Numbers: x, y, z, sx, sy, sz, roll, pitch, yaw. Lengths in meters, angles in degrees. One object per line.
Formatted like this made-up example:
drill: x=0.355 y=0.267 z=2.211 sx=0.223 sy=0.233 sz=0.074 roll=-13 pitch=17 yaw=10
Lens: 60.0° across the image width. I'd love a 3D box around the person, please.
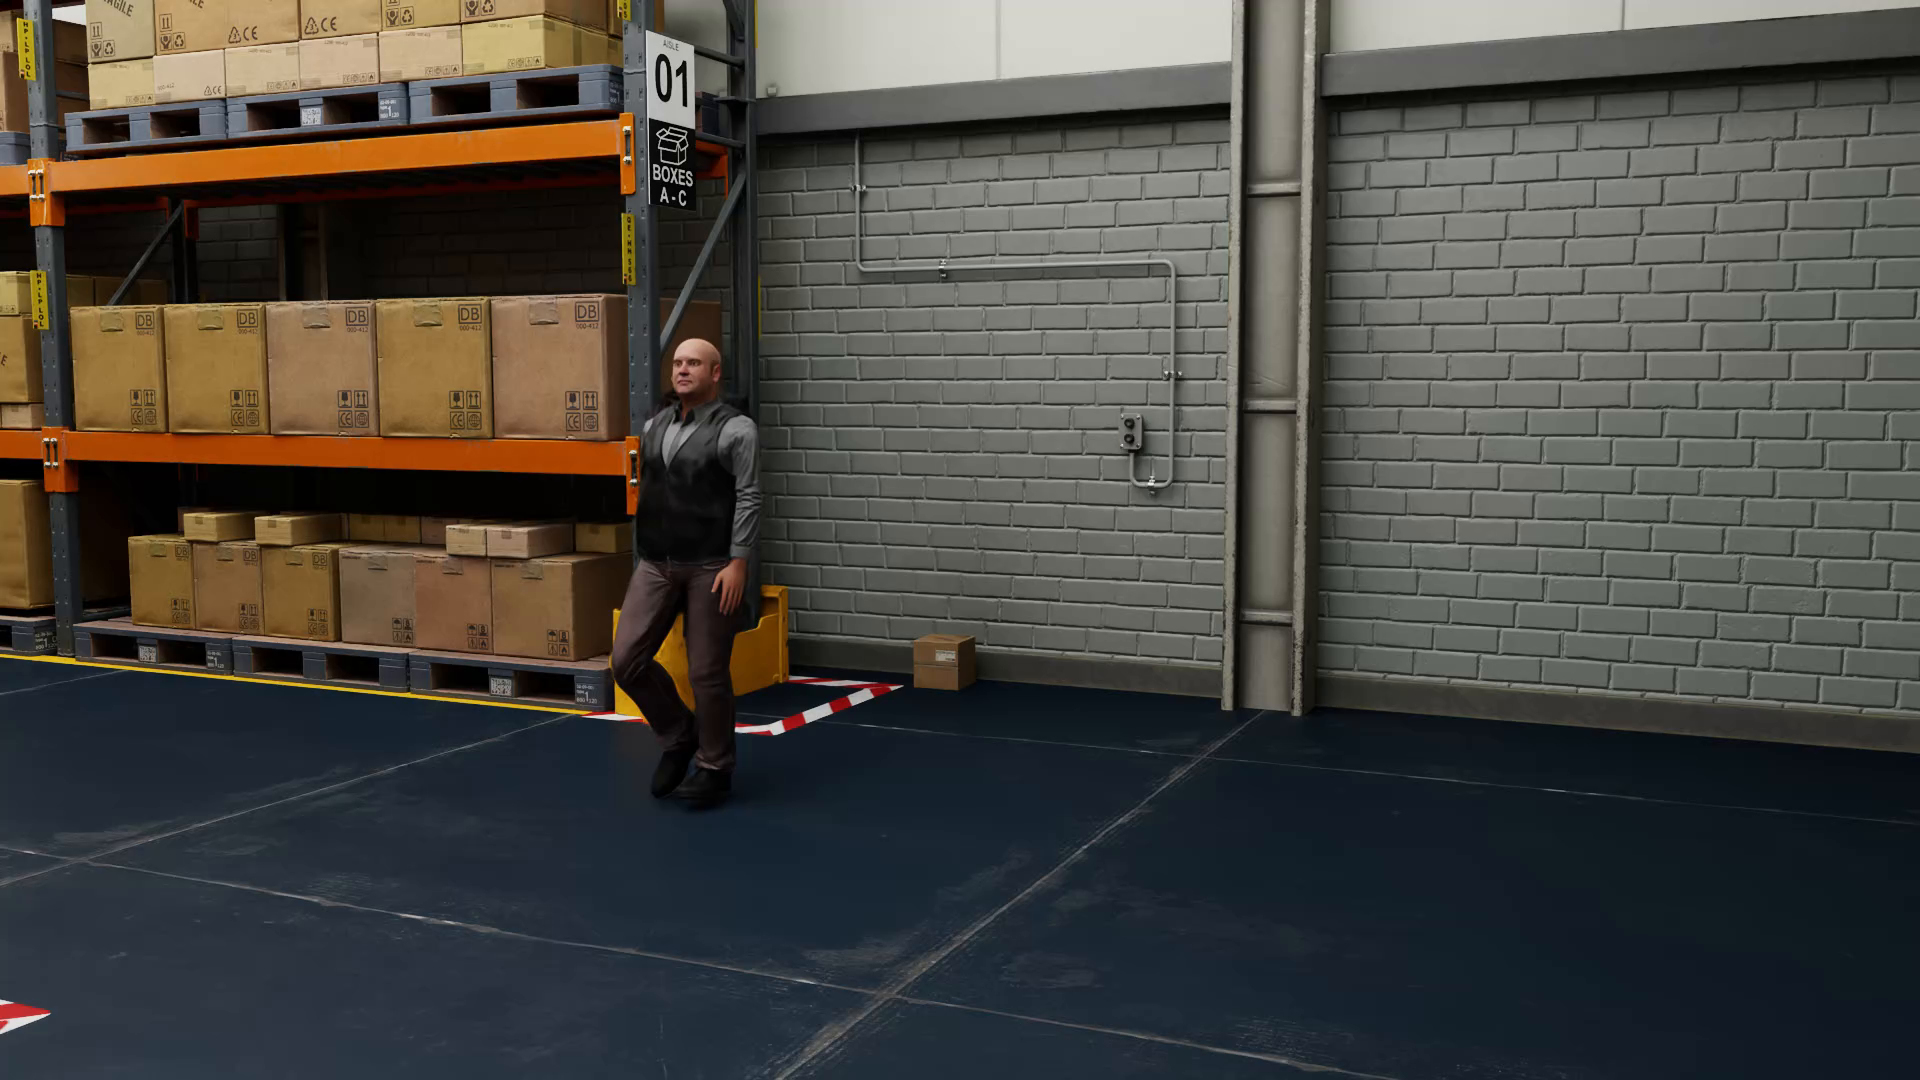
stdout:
person: x=-1.015 y=0.165 z=6.179 sx=0.564 sy=1.658 sz=0.458 roll=2 pitch=6 yaw=23
